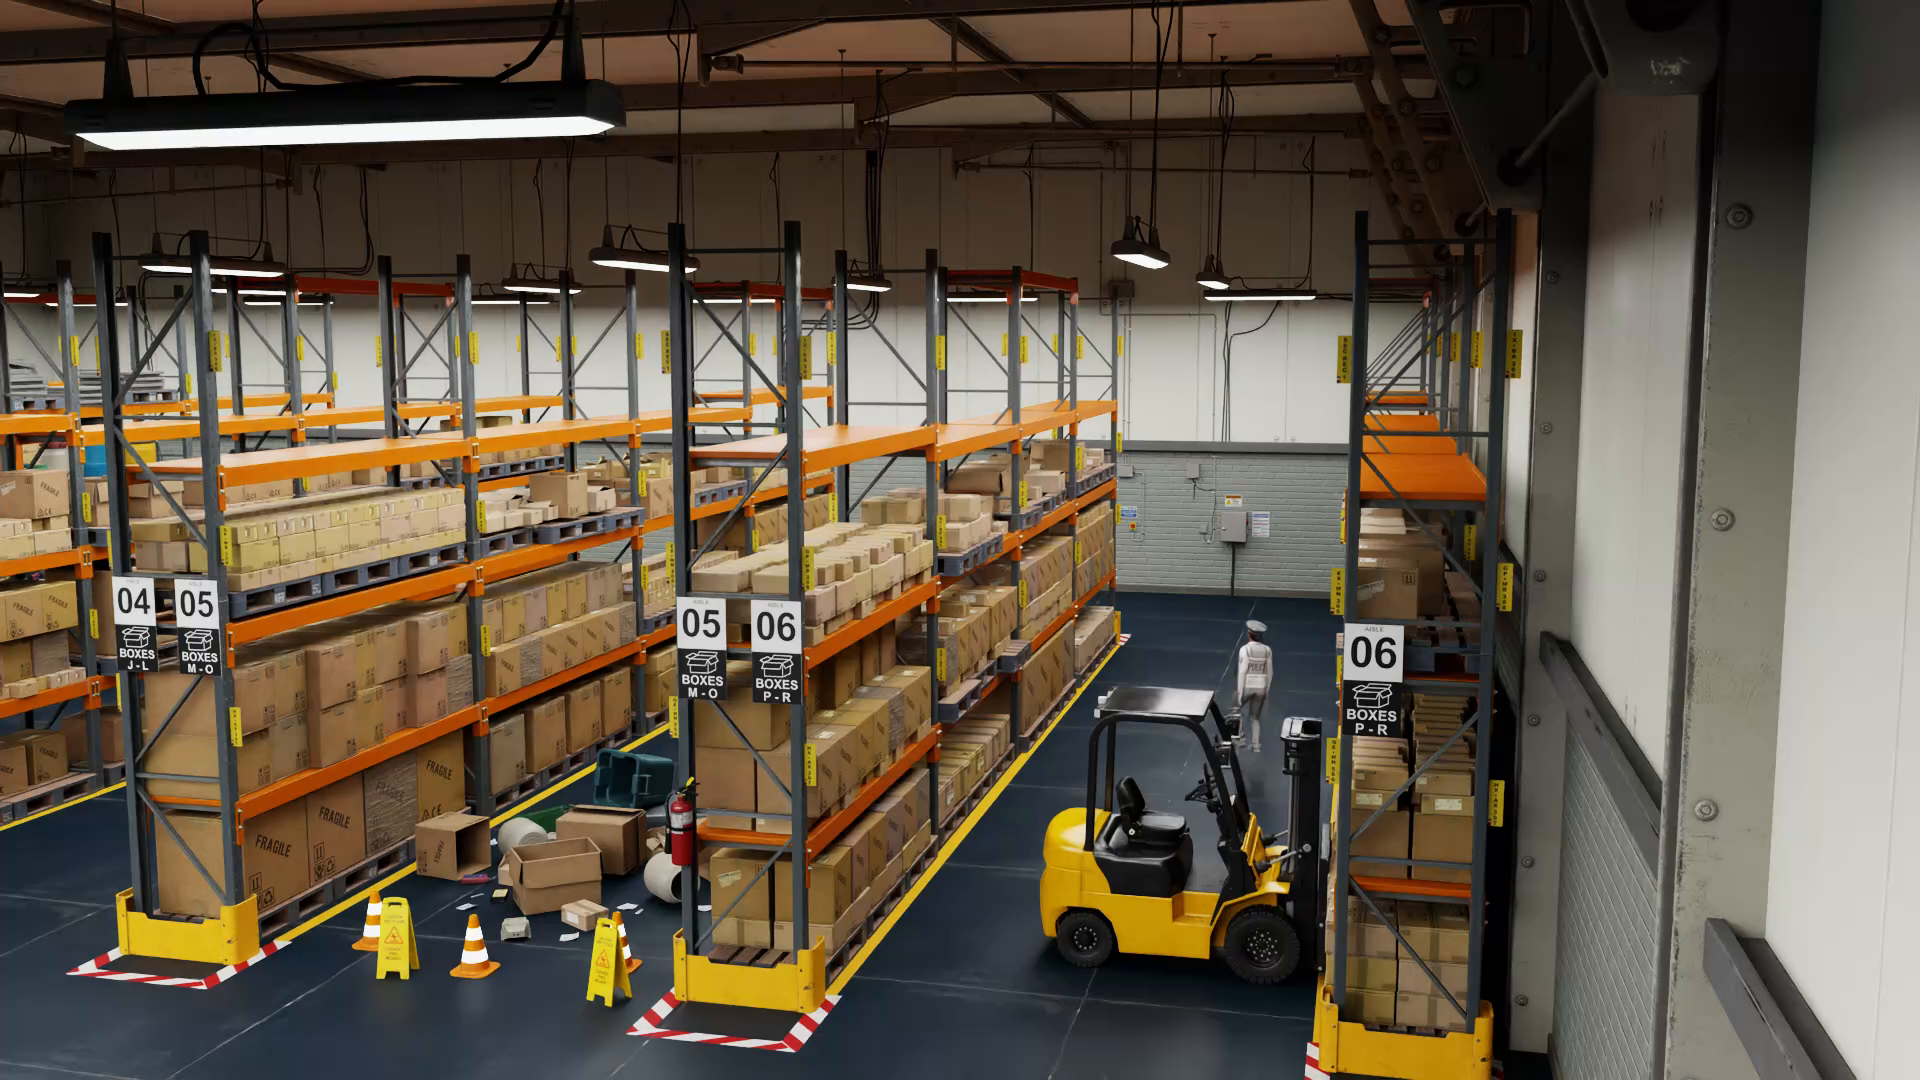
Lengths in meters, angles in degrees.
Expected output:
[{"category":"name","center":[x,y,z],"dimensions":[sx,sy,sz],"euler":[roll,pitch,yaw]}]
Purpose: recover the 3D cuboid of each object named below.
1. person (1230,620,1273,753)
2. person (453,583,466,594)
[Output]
[{"category":"person","center":[3.491,1.756,19.740],"dimensions":[0.484,1.598,0.614],"euler":[-1,7,-5]},{"category":"person","center":[-7.212,1.390,24.376],"dimensions":[0.608,1.632,0.725],"euler":[3,8,24]}]
